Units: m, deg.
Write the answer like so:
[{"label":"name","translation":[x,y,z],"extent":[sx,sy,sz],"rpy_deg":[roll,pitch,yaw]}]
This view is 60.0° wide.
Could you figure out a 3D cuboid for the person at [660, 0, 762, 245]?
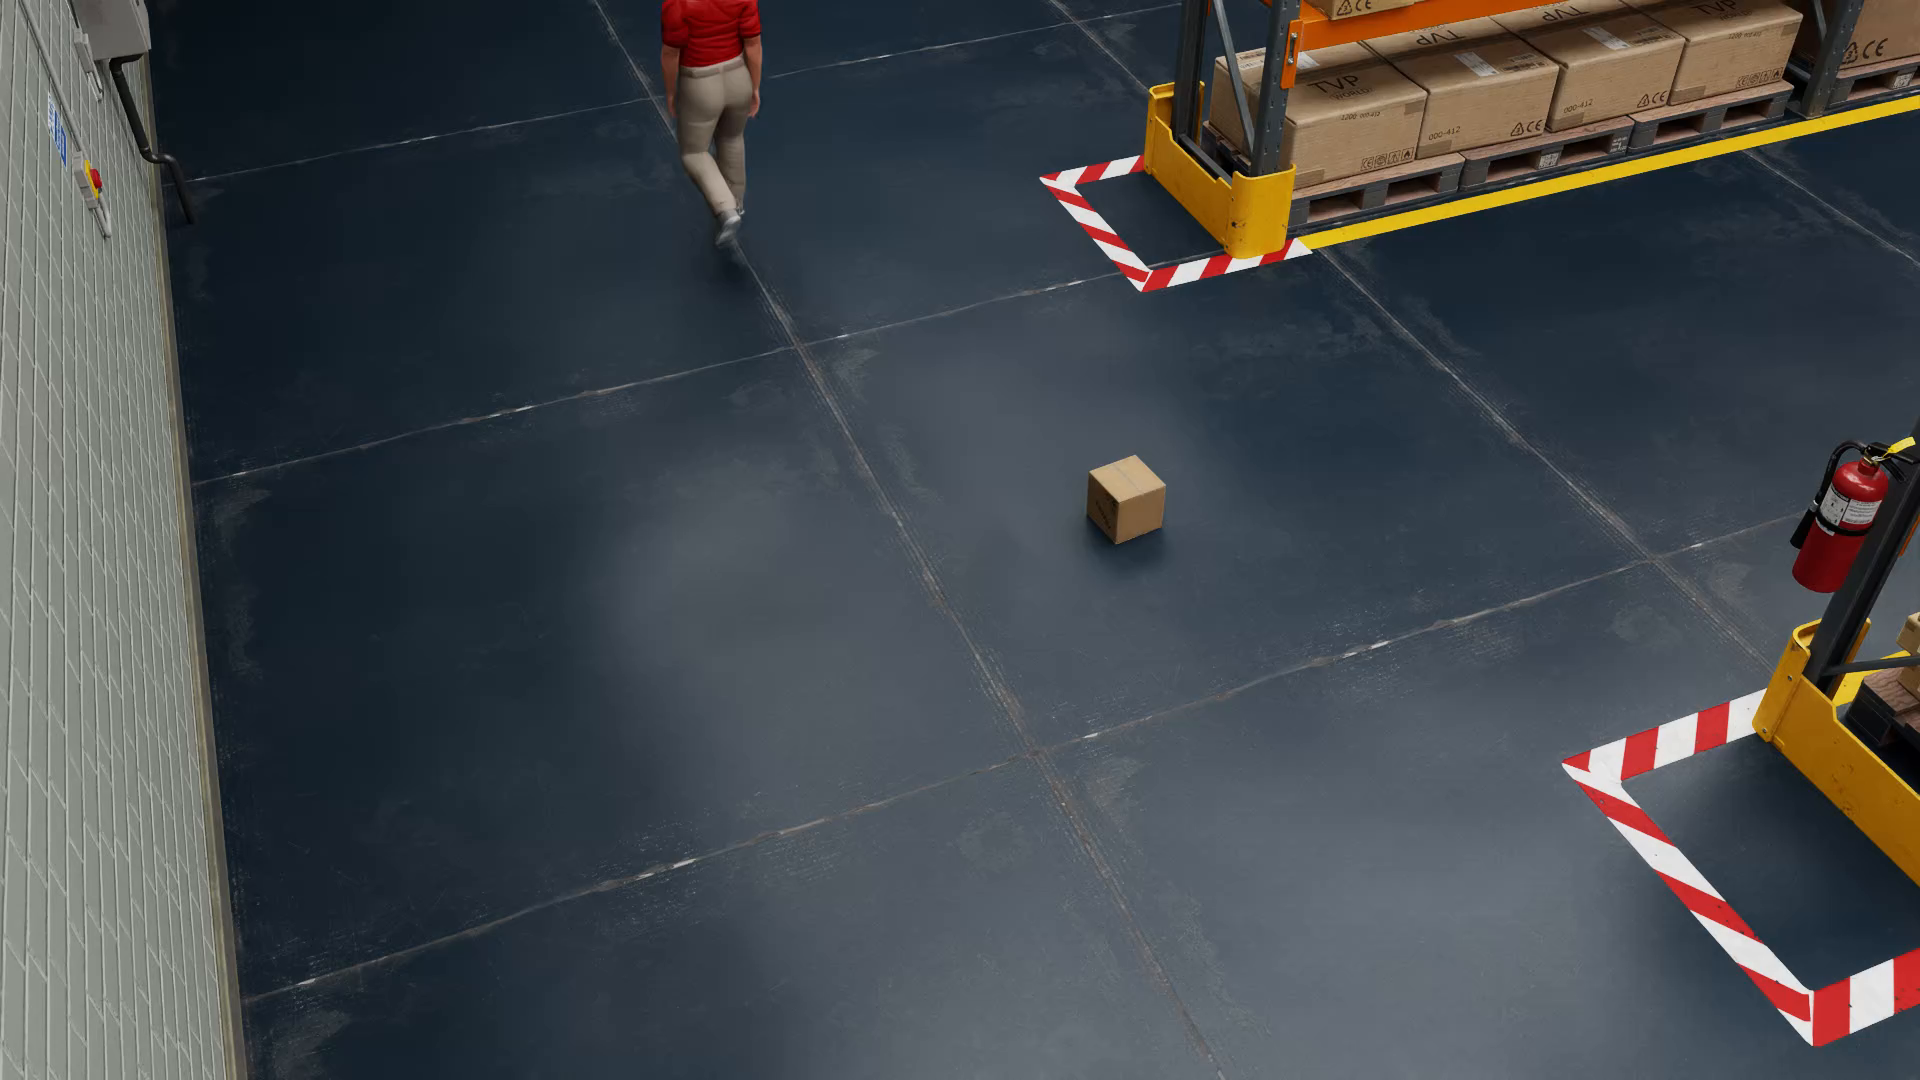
[{"label":"person","translation":[-1.308,-2.405,8.877],"extent":[0.533,1.698,0.800],"rpy_deg":[-20,45,-21]}]
